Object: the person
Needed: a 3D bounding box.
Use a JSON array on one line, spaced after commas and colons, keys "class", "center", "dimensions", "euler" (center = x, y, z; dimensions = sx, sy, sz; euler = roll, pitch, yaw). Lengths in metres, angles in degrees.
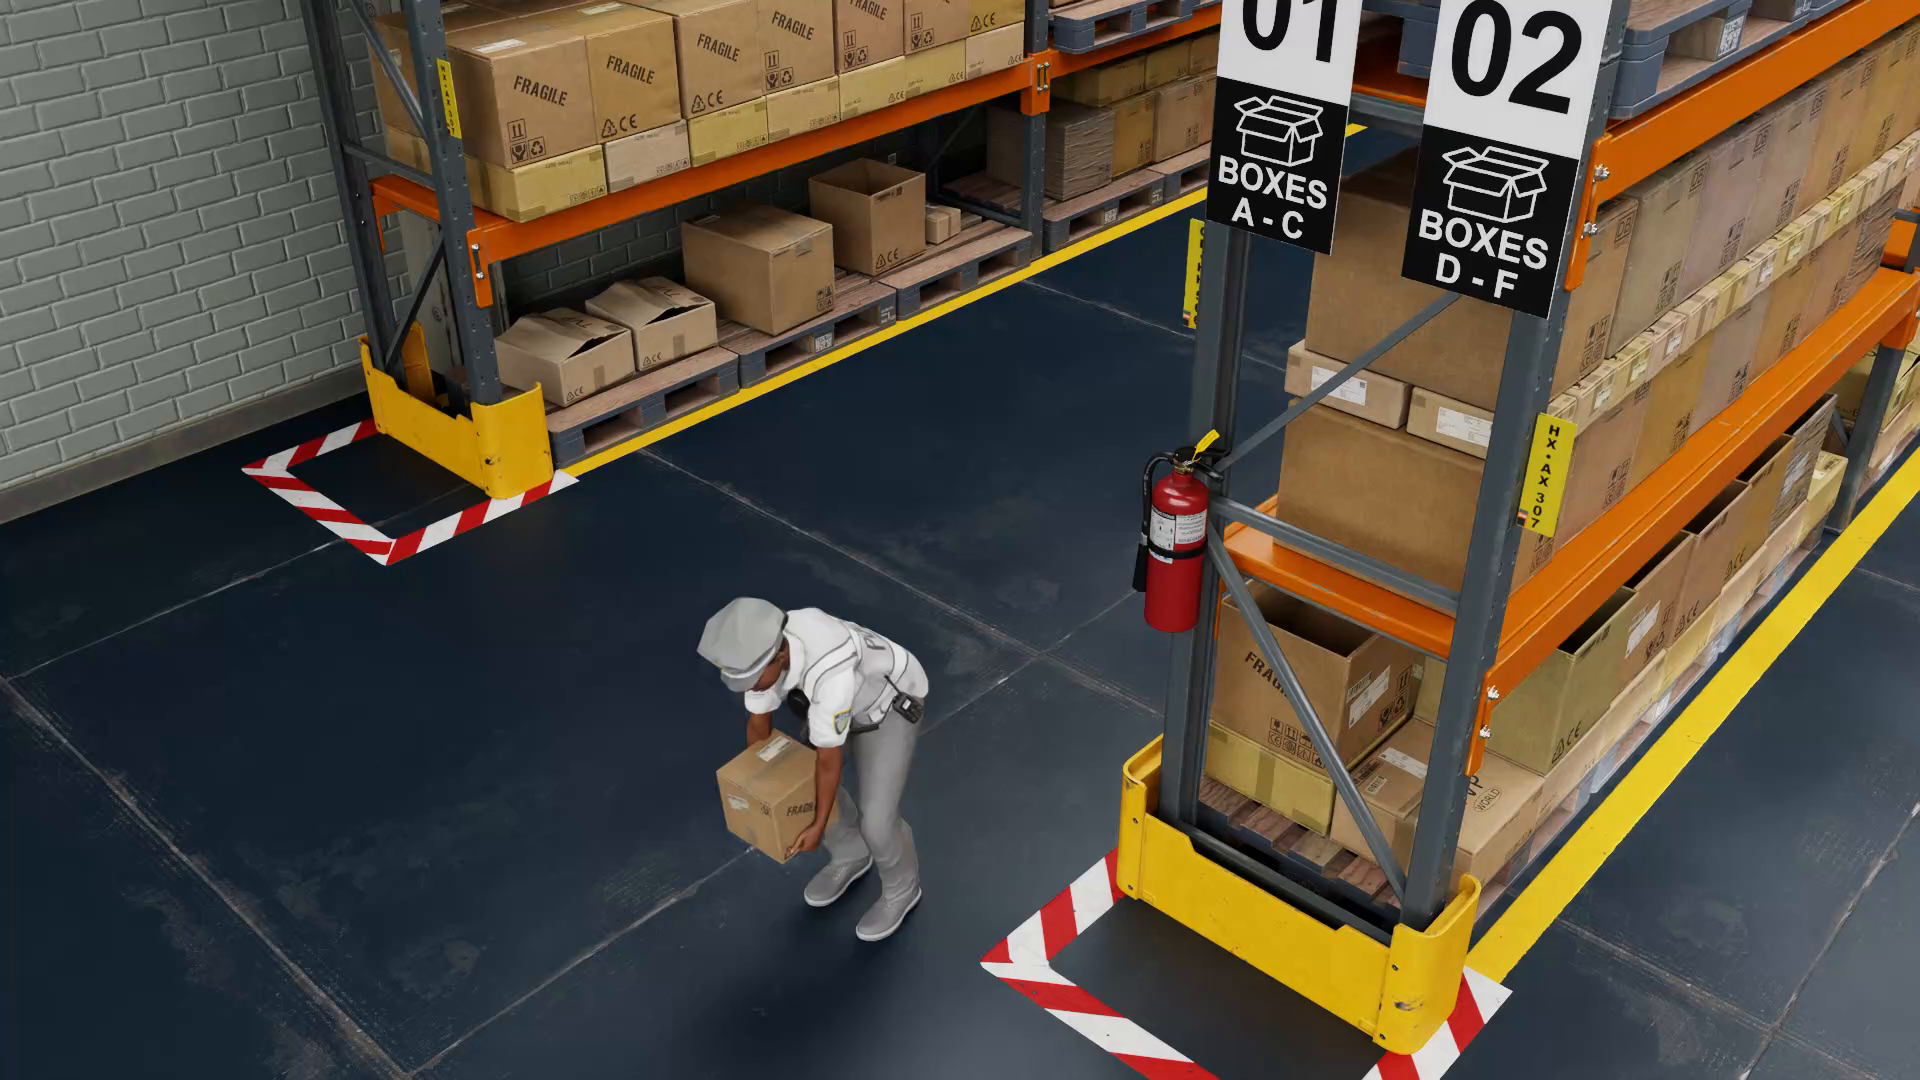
[{"class": "person", "center": [-0.443, 0.703, 5.227], "dimensions": [0.414, 1.422, 0.810], "euler": [23, 38, 33]}]
